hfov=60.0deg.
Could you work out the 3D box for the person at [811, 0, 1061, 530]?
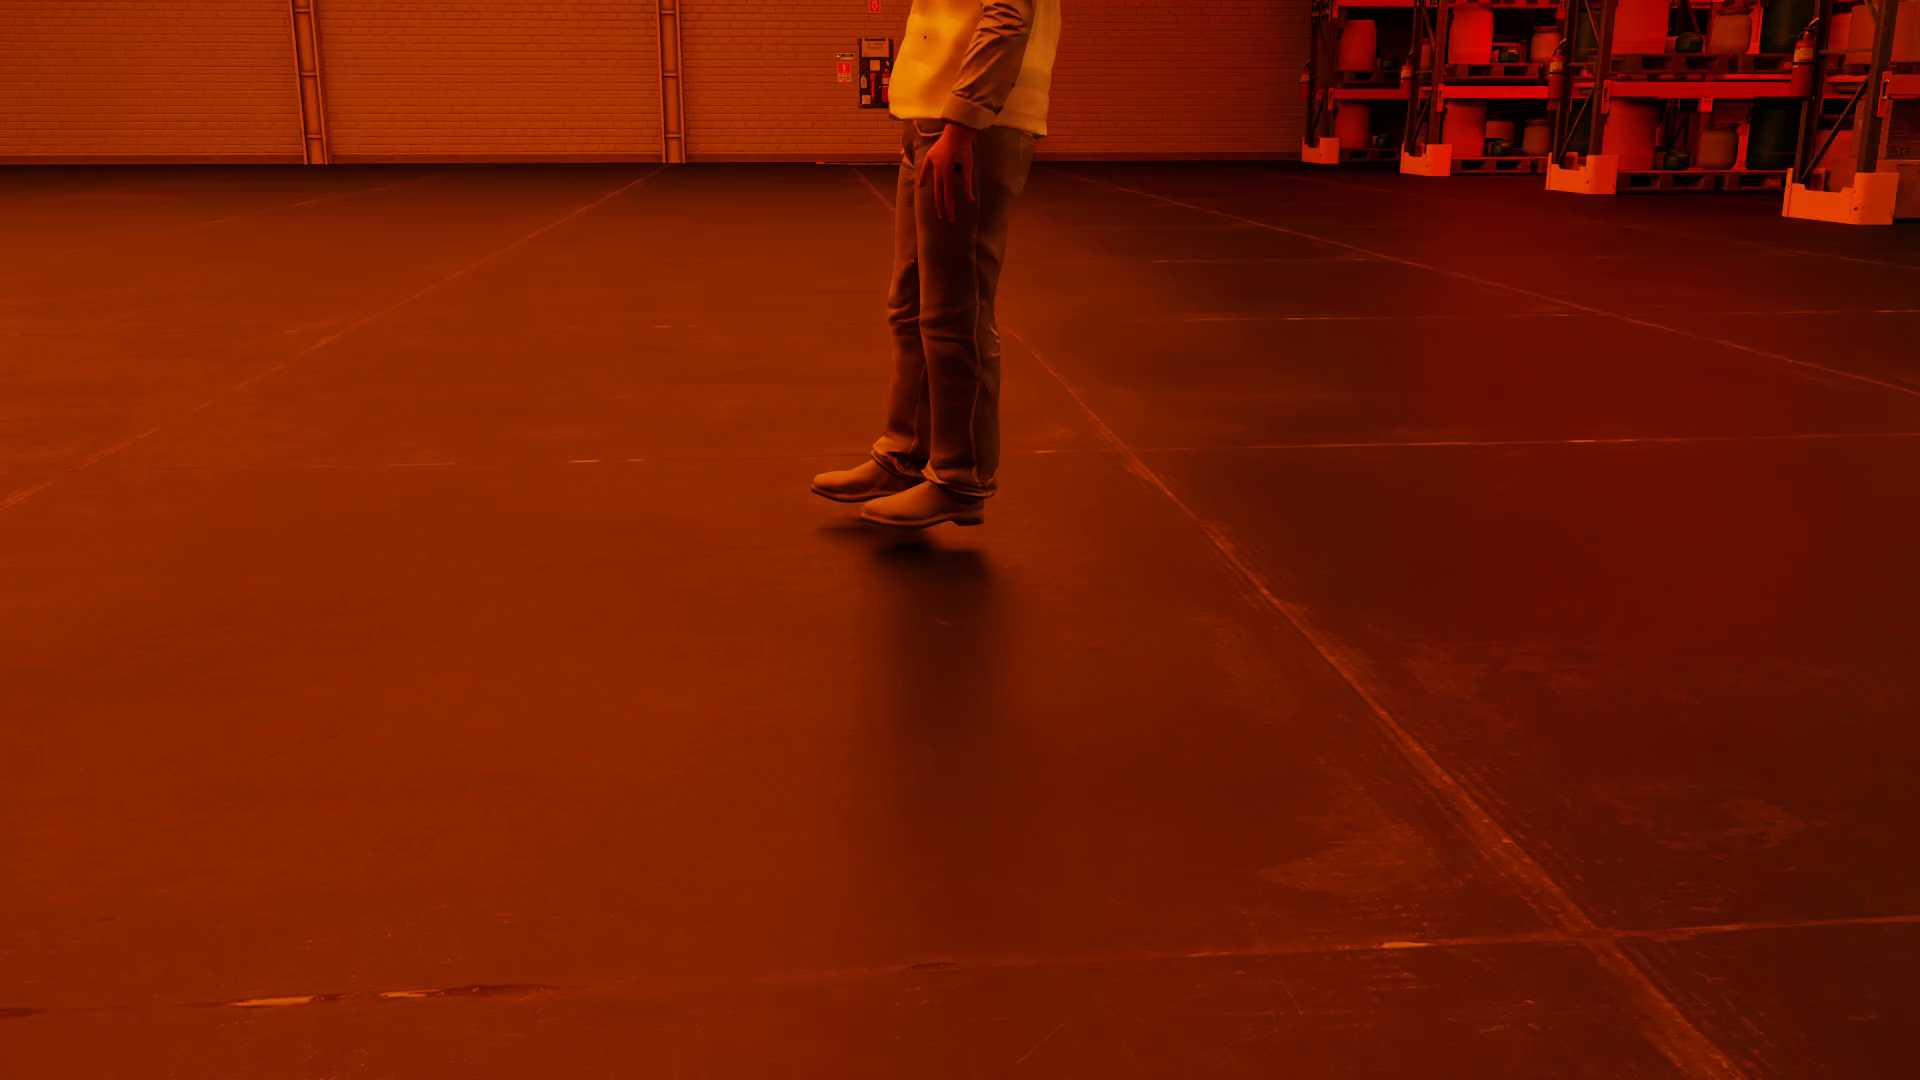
[{"bbox_3d":[-0.062,-0.904,3.700,0.568,1.773,0.632,-1,15,-5],"label":"person"}]
